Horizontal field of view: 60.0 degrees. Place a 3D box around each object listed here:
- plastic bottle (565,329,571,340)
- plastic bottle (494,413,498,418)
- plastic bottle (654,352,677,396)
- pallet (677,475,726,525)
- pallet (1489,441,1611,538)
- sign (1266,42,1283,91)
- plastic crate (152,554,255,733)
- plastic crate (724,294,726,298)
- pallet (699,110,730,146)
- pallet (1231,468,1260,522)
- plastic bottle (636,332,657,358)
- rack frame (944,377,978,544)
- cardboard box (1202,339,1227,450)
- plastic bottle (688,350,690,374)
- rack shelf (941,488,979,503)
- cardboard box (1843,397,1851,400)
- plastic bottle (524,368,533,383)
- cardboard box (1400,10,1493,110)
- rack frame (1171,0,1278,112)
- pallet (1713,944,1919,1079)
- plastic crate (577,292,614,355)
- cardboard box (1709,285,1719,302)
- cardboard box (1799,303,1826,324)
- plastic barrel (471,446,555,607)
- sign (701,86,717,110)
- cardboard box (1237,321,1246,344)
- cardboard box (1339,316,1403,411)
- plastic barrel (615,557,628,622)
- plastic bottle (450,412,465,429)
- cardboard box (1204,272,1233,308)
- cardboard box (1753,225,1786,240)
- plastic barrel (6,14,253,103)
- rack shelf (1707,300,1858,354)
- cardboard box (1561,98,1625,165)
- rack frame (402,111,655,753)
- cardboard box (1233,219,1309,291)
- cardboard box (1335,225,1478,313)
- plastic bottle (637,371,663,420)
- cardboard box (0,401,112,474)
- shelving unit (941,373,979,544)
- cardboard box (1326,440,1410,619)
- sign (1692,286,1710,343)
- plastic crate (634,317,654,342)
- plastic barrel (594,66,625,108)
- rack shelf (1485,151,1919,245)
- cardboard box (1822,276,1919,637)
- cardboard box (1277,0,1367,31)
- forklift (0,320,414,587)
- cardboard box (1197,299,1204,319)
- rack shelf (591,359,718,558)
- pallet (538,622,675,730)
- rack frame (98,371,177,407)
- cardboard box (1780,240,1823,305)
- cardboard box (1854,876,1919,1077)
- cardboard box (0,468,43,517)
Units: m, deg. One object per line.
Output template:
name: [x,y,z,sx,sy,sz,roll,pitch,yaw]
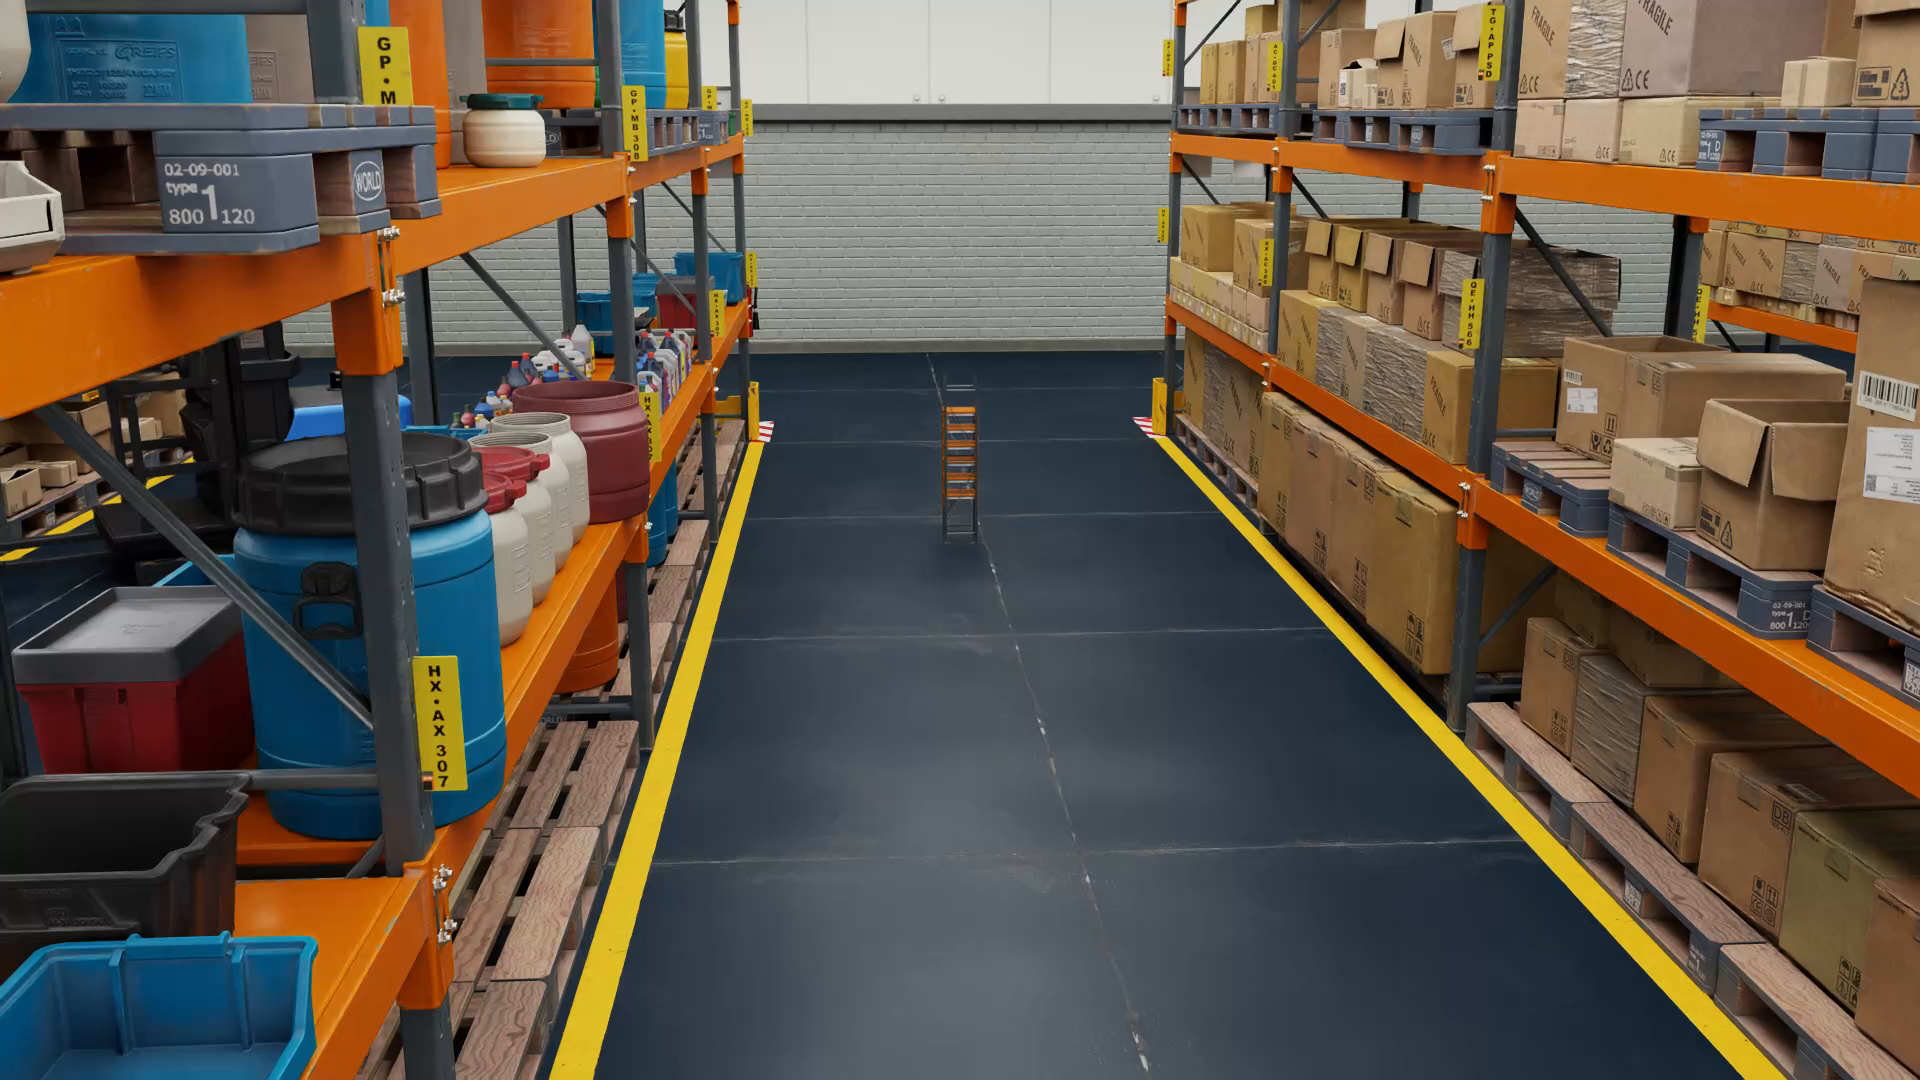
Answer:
plastic bottle: [-2.640,-1.274,11.190,0.061,0.283,0.133,-1,14,-3]
plastic bottle: [-2.461,-0.590,8.698,0.097,0.201,0.097,0,14,0]
plastic bottle: [-1.828,-1.025,10.239,0.152,0.276,0.135,-1,14,-3]
pallet: [-2.321,-0.260,12.612,1.003,0.211,1.213,-1,14,-3]
pallet: [3.105,-0.241,7.328,1.213,0.211,1.003,-1,14,-3]
sign: [2.153,-3.237,11.370,0.100,0.325,0.005,-1,14,-3]
plastic crate: [-2.120,0.300,4.873,0.392,0.384,0.575,-1,14,-3]
plastic crate: [-2.102,-1.864,13.466,0.416,0.233,0.300,-1,14,-3]
pallet: [-2.091,-2.596,10.454,1.213,0.211,1.003,-1,14,-3]
pallet: [2.737,-0.344,12.940,1.003,0.211,1.213,-1,14,-3]
plastic bottle: [-1.986,-1.132,10.506,0.144,0.351,0.185,-1,14,-3]
rack frame: [0.007,-0.555,11.774,0.240,1.200,0.006,-1,14,-3]
cardboard box: [2.634,-1.289,14.438,0.875,0.875,0.875,-1,14,-3]
plastic bottle: [-1.856,-1.210,11.109,0.097,0.201,0.097,0,14,0]
rack shelf: [0.001,-0.302,11.934,0.258,0.103,0.180,-1,14,-3]
cardboard box: [7.321,-1.138,14.113,0.380,0.149,0.250,-1,14,-3]
plastic bottle: [-2.470,-0.835,9.486,0.061,0.283,0.133,-1,14,-3]
cardboard box: [2.703,-2.578,8.963,0.500,0.500,0.500,0,14,0]
rack frame: [2.459,-5.404,14.972,1.000,3.000,0.127,-1,14,-3]
pallet: [3.152,1.642,5.220,1.003,0.211,1.213,-1,14,-3]
plastic crate: [-2.606,-1.560,11.981,0.392,0.384,0.575,-1,14,-3]
cardboard box: [7.165,-2.281,15.374,0.380,0.149,0.250,0,14,-1]
cardboard box: [7.243,-1.889,13.853,0.380,0.149,0.250,-1,14,-2]
plastic barrel: [-1.654,-0.035,5.872,0.433,0.535,0.433,0,14,0]
sign: [-1.688,-2.893,11.212,0.100,0.325,0.005,-1,14,-3]
cardboard box: [2.329,-1.581,12.656,0.380,0.149,0.250,-1,14,-4]
cardboard box: [2.585,-1.057,9.912,0.500,0.500,0.500,-1,14,-2]
plastic barrel: [-2.107,0.129,9.501,0.600,0.588,0.708,-1,14,-3]
plastic bottle: [-2.440,-0.471,8.069,0.061,0.283,0.133,-1,14,-3]
cardboard box: [2.323,-2.063,13.729,0.500,0.250,0.500,-1,14,-5]
cardboard box: [7.226,-2.856,14.304,0.500,0.500,0.500,-1,14,-5]
plastic barrel: [-1.990,-1.257,3.865,0.600,0.901,0.708,-1,14,-3]
rack shelf: [7.539,-1.705,14.076,1.077,0.370,4.000,-1,14,-3]
cardboard box: [2.761,-1.641,6.666,0.500,0.250,0.500,-1,14,-2]
rack frame: [-1.989,-0.433,7.690,1.000,3.000,0.127,-1,14,-3]
cardboard box: [2.384,-2.174,12.654,0.500,0.500,0.500,-1,14,-3]
cardboard box: [2.785,-1.709,10.435,0.797,0.503,0.637,-1,14,-3]
plastic bottle: [-1.779,-0.830,9.483,0.152,0.276,0.135,-1,14,-3]
cardboard box: [-7.303,-0.824,13.334,0.797,0.503,0.637,-1,14,-3]
shelving unit: [0.001,-0.577,11.863,0.258,1.200,0.189,-1,14,-3]
cardboard box: [2.885,-0.078,9.730,1.225,0.875,0.875,-1,14,-3]
sign: [3.495,-1.043,7.894,0.100,0.325,0.005,-1,14,-3]
plastic crate: [-2.575,-1.598,12.649,0.437,0.125,0.590,-1,14,-3]
plastic barrel: [-1.825,-2.281,8.321,0.294,0.245,0.294,0,14,0]
rack shelf: [3.078,-1.116,5.769,1.077,0.370,4.000,-1,14,-3]
cardboard box: [3.292,-0.208,4.770,1.000,1.000,1.000,-1,14,-3]
cardboard box: [2.655,-3.854,12.218,0.500,0.250,0.500,-2,15,-7]
forklift: [-5.315,-1.260,11.041,3.031,2.935,1.130,-9,17,-32]
cardboard box: [2.233,-1.964,14.145,0.380,0.149,0.250,-1,14,-4]
rack shelf: [-2.113,-0.582,9.712,1.077,0.370,4.000,-1,14,-3]
pallet: [-2.080,0.722,8.797,1.003,0.211,1.213,-1,14,-3]
rack frame: [-7.429,-2.347,15.129,1.000,3.000,0.127,-1,14,-3]
cardboard box: [7.281,-2.246,13.937,0.500,0.500,0.500,-1,14,-5]
cardboard box: [3.185,1.330,4.972,0.700,0.500,0.500,-2,15,-8]
cardboard box: [-6.991,-0.371,11.961,0.500,0.311,0.500,-1,14,-3]
